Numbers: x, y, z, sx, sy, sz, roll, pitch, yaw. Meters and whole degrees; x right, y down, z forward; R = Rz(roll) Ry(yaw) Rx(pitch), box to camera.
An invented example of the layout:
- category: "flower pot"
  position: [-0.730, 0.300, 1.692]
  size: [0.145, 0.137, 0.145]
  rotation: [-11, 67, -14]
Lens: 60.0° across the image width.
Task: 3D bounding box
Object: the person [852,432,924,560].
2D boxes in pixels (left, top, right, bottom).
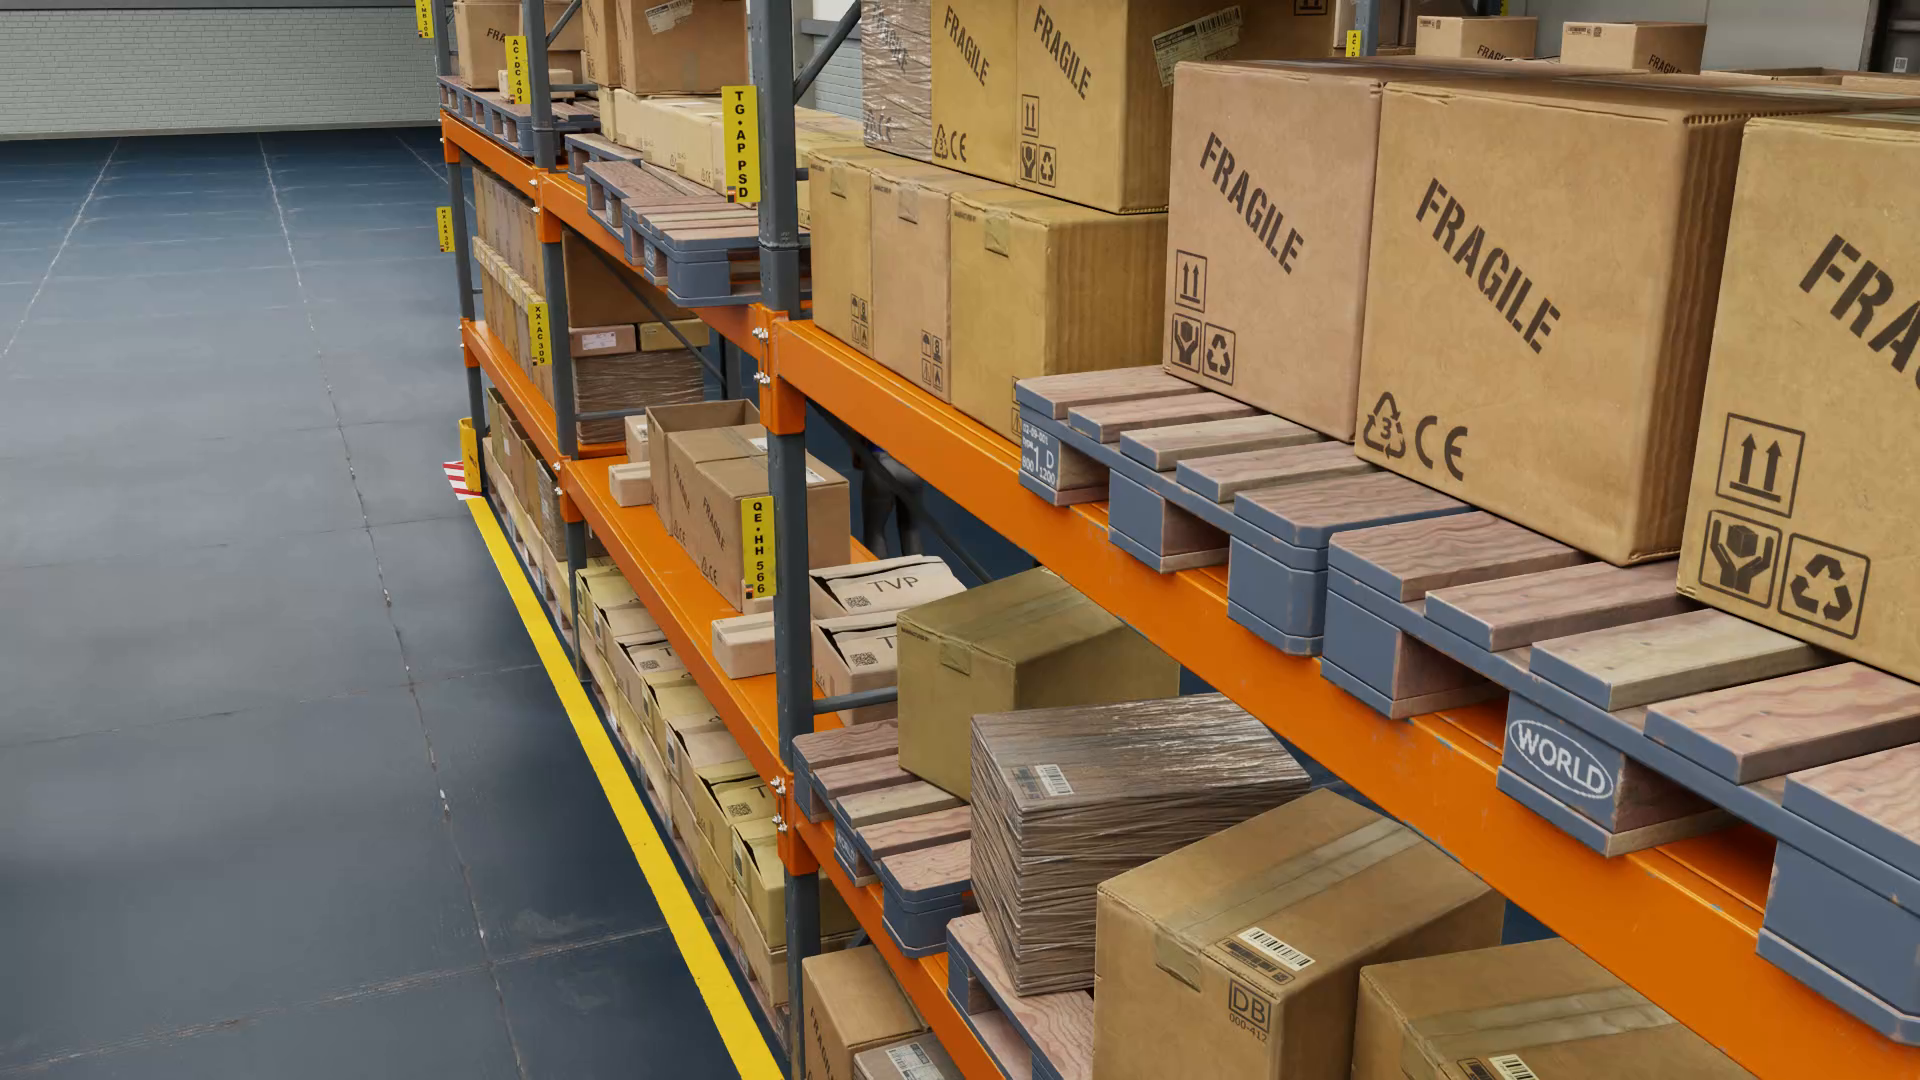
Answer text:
- category: "person"
  position: [-0.455, -0.407, 10.269]
  size: [0.435, 1.656, 0.504]
  rotation: [-8, 21, -23]
